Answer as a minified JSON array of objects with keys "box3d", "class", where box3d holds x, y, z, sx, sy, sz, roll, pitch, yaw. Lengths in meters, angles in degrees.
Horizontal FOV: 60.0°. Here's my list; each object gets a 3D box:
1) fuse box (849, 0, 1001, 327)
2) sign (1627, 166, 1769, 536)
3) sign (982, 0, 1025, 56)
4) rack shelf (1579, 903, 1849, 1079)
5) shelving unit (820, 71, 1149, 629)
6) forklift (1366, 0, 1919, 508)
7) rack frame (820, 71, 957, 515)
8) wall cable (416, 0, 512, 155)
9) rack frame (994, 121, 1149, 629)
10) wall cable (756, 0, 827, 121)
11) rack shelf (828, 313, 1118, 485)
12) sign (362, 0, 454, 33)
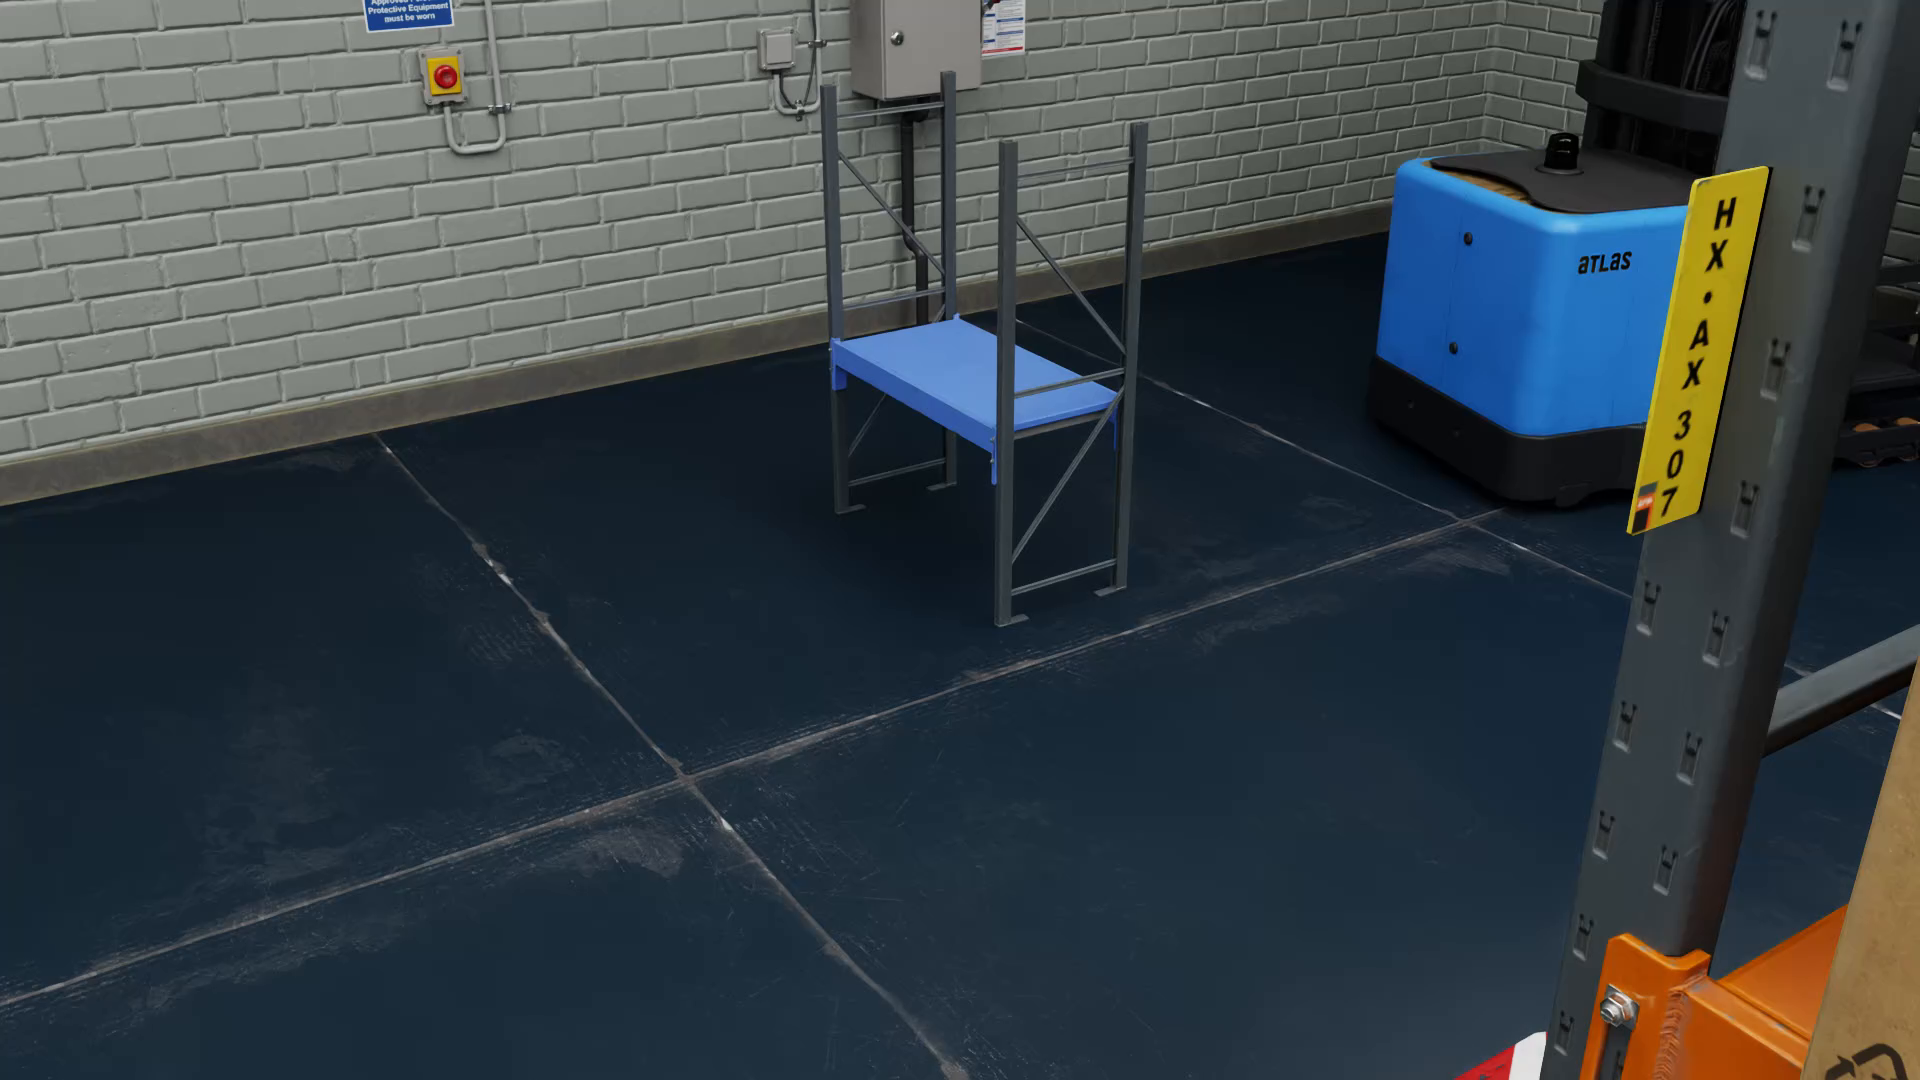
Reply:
[{"box3d":[-0.138,-1.729,7.407,0.539,1.711,0.414,-16,29,-30],"class":"fuse box"},{"box3d":[0.652,-0.163,1.474,0.100,0.325,0.005,-16,29,-30],"class":"sign"},{"box3d":[0.163,-2.457,7.553,0.329,0.494,0.001,-16,29,-30],"class":"sign"},{"box3d":[2.212,1.178,0.583,1.077,0.370,4.000,-16,29,-30],"class":"rack shelf"},{"box3d":[0.047,-0.648,5.365,0.538,1.500,1.048,-16,29,-30],"class":"shelving unit"},{"box3d":[3.206,-1.805,6.139,3.031,2.935,1.130,-8,27,-17],"class":"forklift"},{"box3d":[-0.231,-0.830,5.750,0.500,1.500,0.032,-16,29,-30],"class":"rack frame"},{"box3d":[-1.977,-2.348,5.982,0.585,1.953,0.123,-16,29,-30],"class":"wall cable"},{"box3d":[0.324,-0.466,4.980,0.500,1.500,0.032,-16,29,-30],"class":"rack frame"},{"box3d":[-0.795,-2.668,6.698,0.588,1.984,0.122,-16,29,-30],"class":"wall cable"},{"box3d":[0.047,-0.485,5.442,0.538,0.185,1.000,-16,29,-30],"class":"rack shelf"},{"box3d":[-2.051,-2.007,6.171,0.327,0.218,0.001,-16,29,-30],"class":"sign"}]
